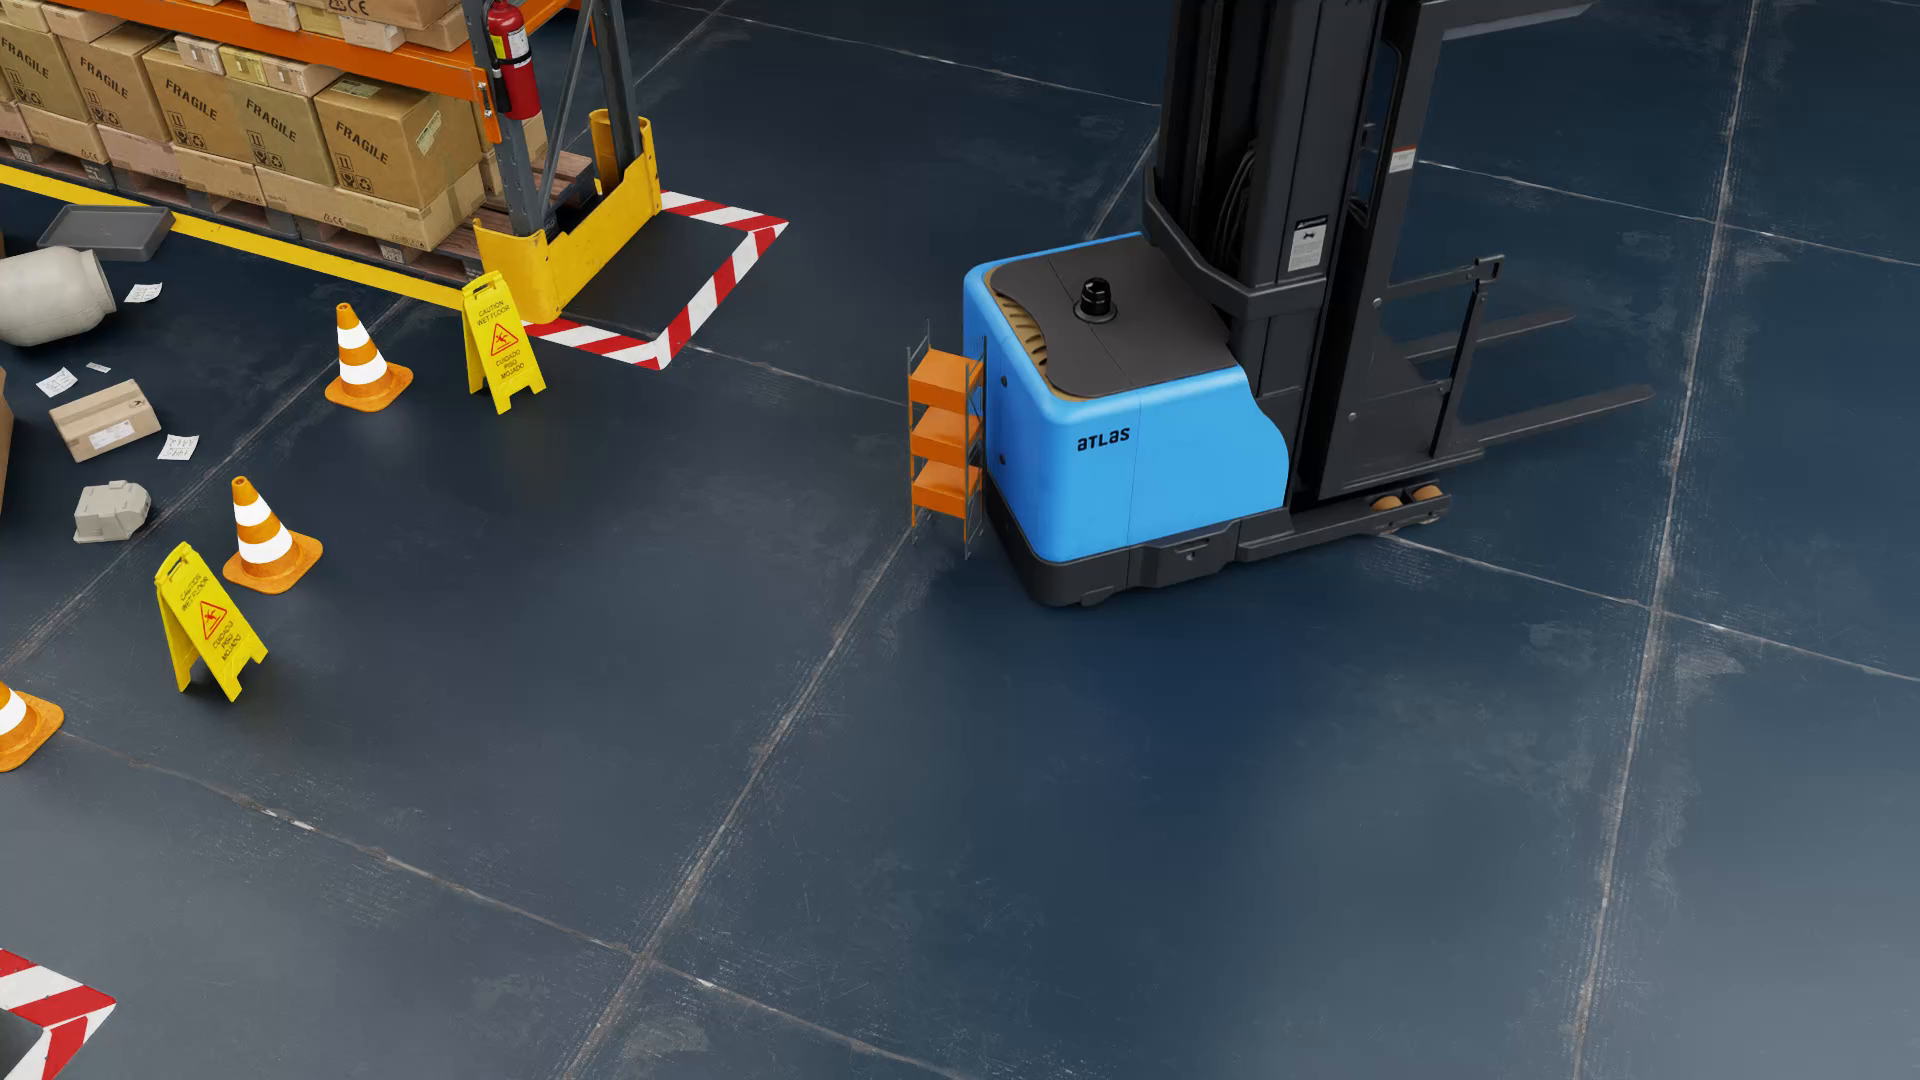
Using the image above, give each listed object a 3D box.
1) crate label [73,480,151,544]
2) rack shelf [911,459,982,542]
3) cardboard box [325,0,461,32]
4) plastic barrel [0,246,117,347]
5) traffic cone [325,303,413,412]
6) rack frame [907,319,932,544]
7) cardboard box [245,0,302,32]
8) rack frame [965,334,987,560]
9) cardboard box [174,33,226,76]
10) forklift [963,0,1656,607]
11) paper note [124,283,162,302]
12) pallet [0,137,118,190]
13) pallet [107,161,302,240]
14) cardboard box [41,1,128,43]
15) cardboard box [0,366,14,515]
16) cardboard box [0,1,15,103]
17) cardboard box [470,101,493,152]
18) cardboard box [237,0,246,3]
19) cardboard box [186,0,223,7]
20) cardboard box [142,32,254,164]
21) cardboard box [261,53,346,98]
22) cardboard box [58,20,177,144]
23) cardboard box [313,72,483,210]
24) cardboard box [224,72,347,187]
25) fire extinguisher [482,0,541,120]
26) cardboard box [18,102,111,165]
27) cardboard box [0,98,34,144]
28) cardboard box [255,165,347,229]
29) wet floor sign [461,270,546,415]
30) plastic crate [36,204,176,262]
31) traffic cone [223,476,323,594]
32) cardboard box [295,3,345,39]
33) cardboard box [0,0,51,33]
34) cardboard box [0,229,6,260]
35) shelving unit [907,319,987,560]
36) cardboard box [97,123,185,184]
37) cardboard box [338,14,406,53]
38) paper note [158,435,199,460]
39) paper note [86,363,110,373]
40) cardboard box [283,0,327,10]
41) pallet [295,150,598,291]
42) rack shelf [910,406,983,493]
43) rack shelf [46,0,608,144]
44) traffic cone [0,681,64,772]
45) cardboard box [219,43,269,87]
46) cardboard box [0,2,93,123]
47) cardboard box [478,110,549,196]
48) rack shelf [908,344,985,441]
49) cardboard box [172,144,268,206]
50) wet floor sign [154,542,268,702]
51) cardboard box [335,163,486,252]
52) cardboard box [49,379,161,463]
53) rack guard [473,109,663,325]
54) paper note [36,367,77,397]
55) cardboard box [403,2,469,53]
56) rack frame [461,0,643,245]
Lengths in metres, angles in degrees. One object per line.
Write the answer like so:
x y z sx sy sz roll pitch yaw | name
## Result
-3.638 -0.132 7.125 0.298 0.136 0.250 -5 45 -5 | crate label
-0.049 -0.182 6.937 0.240 0.259 0.215 16 47 16 | rack shelf
-2.488 -2.621 7.314 0.500 0.500 0.500 16 47 15 | cardboard box
-4.371 -1.174 7.968 0.512 0.421 0.421 -20 48 -19 | plastic barrel
-2.775 -0.889 7.655 0.334 0.463 0.336 16 47 16 | traffic cone
-0.162 -0.420 6.767 0.008 1.050 0.200 16 47 16 | rack frame
-3.063 -2.515 7.668 0.250 0.149 0.380 17 47 17 | cardboard box
0.063 -0.354 6.700 0.008 1.050 0.200 16 47 16 | rack frame
-3.559 -2.428 8.063 0.250 0.149 0.380 18 48 18 | cardboard box
1.574 -1.402 6.420 3.031 2.935 1.130 -14 47 -14 | forklift
-4.082 -1.239 8.313 0.148 0.019 0.142 2 45 2 | paper note
-4.940 -2.450 9.402 1.213 0.211 1.003 16 47 16 | pallet
-3.810 -2.120 9.070 1.213 0.211 1.003 16 47 16 | pallet
-4.316 -2.649 8.285 0.250 0.149 0.380 19 48 18 | cardboard box
-4.477 -0.456 7.190 0.637 0.503 0.797 -12 46 -12 | cardboard box
-5.133 -2.702 8.798 0.500 0.500 0.500 19 48 18 | cardboard box
-2.542 -2.357 8.451 0.500 0.500 0.500 15 47 15 | cardboard box
-3.245 -2.676 7.830 0.250 0.149 0.380 17 47 16 | cardboard box
-3.516 -2.687 7.841 0.250 0.149 0.380 16 47 15 | cardboard box
-3.667 -2.281 8.374 0.500 0.500 0.500 15 47 15 | cardboard box
-3.086 -2.285 7.919 0.250 0.149 0.380 18 48 17 | cardboard box
-4.156 -2.422 8.517 0.500 0.500 0.500 19 48 18 | cardboard box
-2.721 -1.999 8.092 0.500 0.500 0.500 17 47 16 | cardboard box
-3.204 -2.139 8.232 0.500 0.500 0.500 18 48 17 | cardboard box
-1.953 -2.153 7.181 0.183 0.674 0.296 16 47 16 | fire extinguisher
-4.636 -2.298 8.924 0.500 0.250 0.500 19 48 18 | cardboard box
-5.133 -2.436 9.062 0.500 0.250 0.500 14 47 14 | cardboard box
-3.206 -1.876 8.499 0.500 0.250 0.500 17 47 16 | cardboard box
-2.118 -0.929 7.565 0.232 0.644 0.267 33 54 29 | wet floor sign
-4.440 -1.603 8.643 0.583 0.080 0.402 2 45 2 | plastic crate
-2.889 -0.074 6.836 0.334 0.463 0.336 16 47 16 | traffic cone
-2.814 -2.465 7.618 0.250 0.149 0.380 16 47 15 | cardboard box
-4.565 -2.720 8.357 0.250 0.149 0.380 18 48 17 | cardboard box
-5.108 -1.536 8.276 0.500 0.500 0.500 -20 48 -19 | cardboard box
-0.049 -0.387 6.733 0.252 1.050 0.215 16 47 16 | shelving unit
-4.145 -2.156 8.781 0.500 0.250 0.500 16 47 15 | cardboard box
-2.585 -2.381 7.534 0.250 0.149 0.380 16 47 15 | cardboard box
-3.520 -0.420 7.489 0.142 0.019 0.148 2 45 2 | paper note
-4.097 -0.820 7.906 0.123 0.001 0.032 16 47 16 | paper note
-2.949 -2.760 7.454 0.500 0.500 0.500 17 47 16 | cardboard box
-2.688 -1.787 8.736 1.213 0.211 1.003 16 47 16 | pallet
-0.049 -0.379 6.741 0.240 0.259 0.215 16 47 16 | rack shelf
-3.727 -2.800 8.286 4.000 0.370 1.077 16 47 16 | rack shelf
-3.637 0.569 6.189 0.334 0.463 0.336 16 47 16 | traffic cone
-3.317 -2.356 7.990 0.250 0.149 0.380 17 47 16 | cardboard box
-4.634 -2.564 8.659 0.500 0.500 0.500 18 48 17 | cardboard box
-2.519 -2.085 8.709 0.500 0.250 0.500 16 47 16 | cardboard box
-0.049 -0.580 6.541 0.240 0.259 0.215 16 47 16 | rack shelf
-3.691 -2.014 8.639 0.500 0.250 0.500 15 47 14 | cardboard box
-2.905 0.292 6.338 0.232 0.644 0.267 9 46 9 | wet floor sign
-2.753 -1.737 8.359 0.500 0.250 0.500 16 47 16 | cardboard box
-3.868 -0.542 7.528 0.380 0.149 0.250 -28 51 -25 | cardboard box
-1.952 -1.646 8.389 0.348 0.500 1.175 16 47 16 | rack guard
-4.246 -0.744 7.823 0.142 0.019 0.148 33 54 29 | paper note
-2.309 -2.385 7.537 0.250 0.149 0.380 18 48 17 | cardboard box
-1.881 -2.512 7.487 0.127 3.000 1.000 16 47 16 | rack frame
